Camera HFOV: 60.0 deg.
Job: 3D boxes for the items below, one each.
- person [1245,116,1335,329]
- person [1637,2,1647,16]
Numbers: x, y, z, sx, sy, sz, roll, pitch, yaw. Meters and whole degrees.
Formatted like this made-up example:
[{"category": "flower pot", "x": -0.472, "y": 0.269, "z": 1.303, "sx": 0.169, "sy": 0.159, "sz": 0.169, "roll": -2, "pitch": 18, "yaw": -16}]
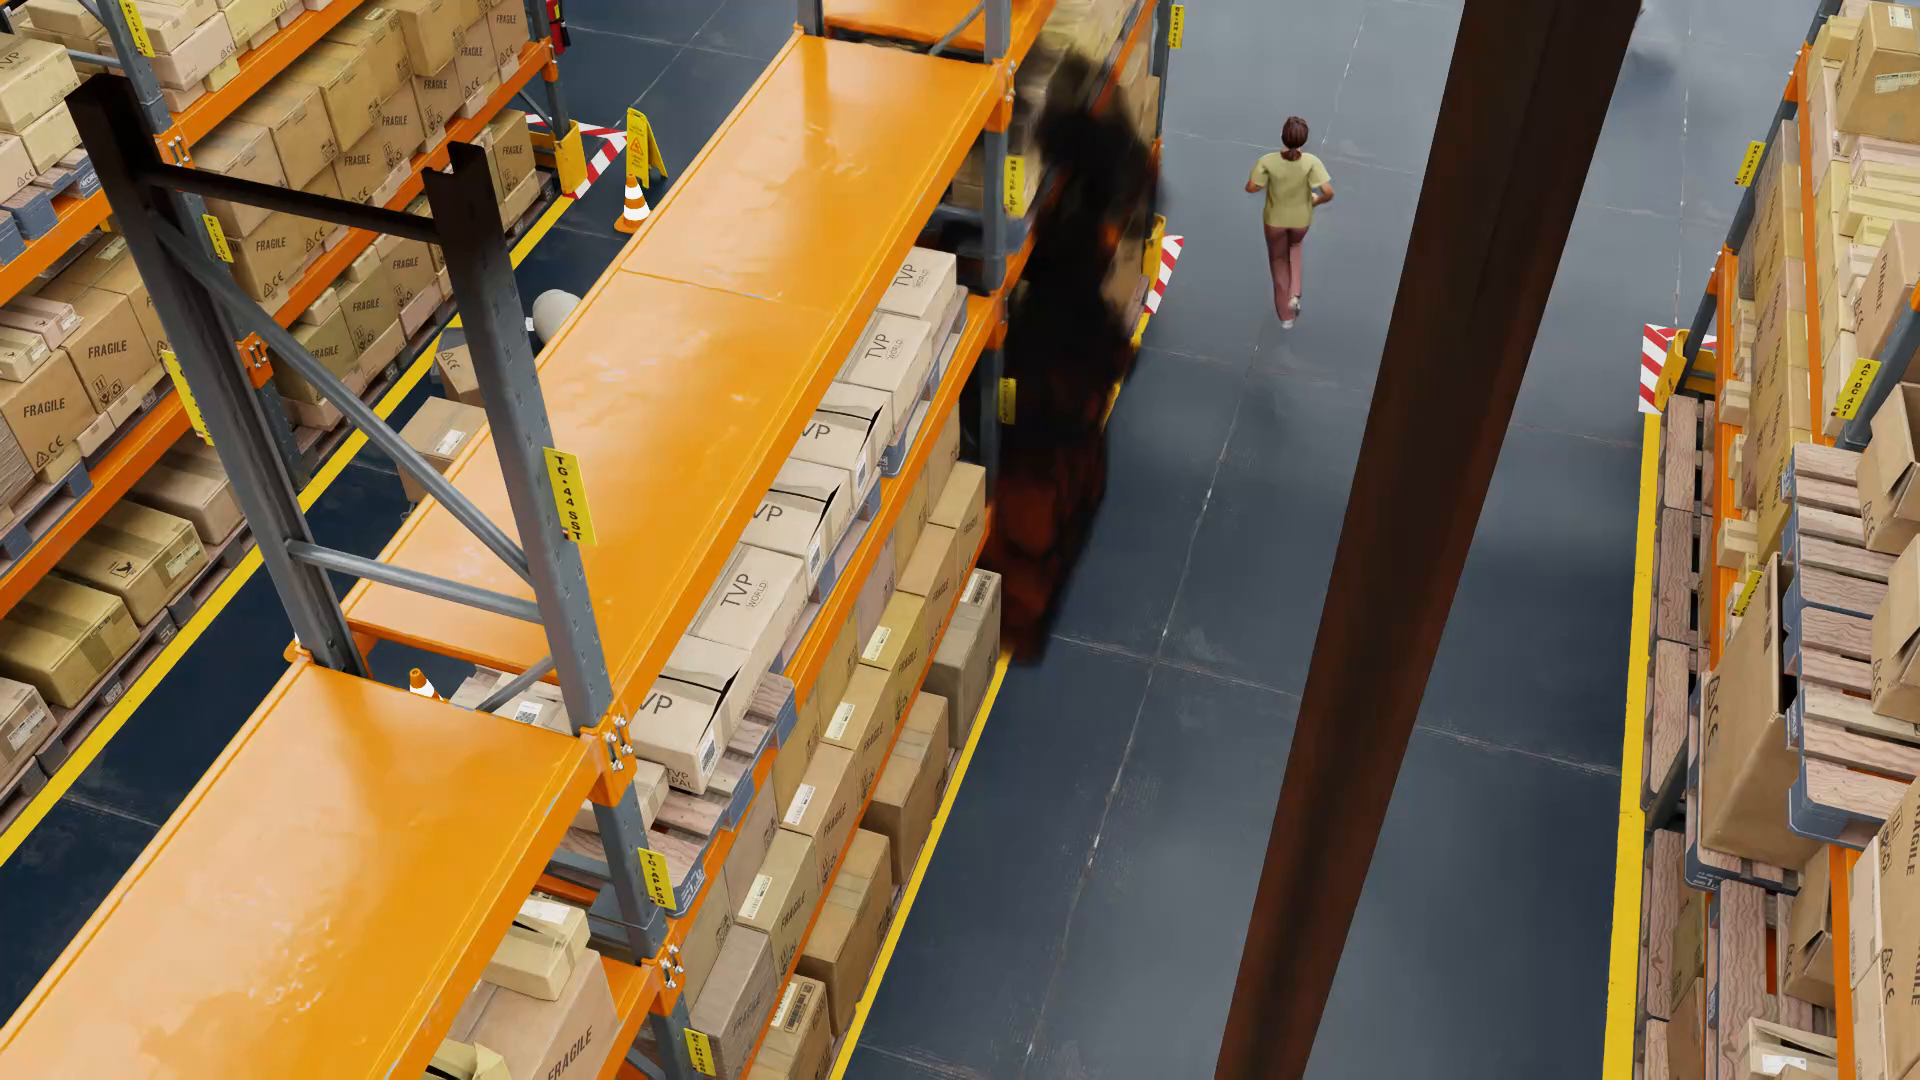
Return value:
[{"category": "person", "x": 2.292, "y": -2.280, "z": 11.833, "sx": 0.589, "sy": 1.644, "sz": 0.518, "roll": 3, "pitch": 46, "yaw": 3}, {"category": "person", "x": 6.062, "y": -5.449, "z": 15.251, "sx": 0.713, "sy": 1.752, "sz": 0.755, "roll": -33, "pitch": 54, "yaw": -28}]
